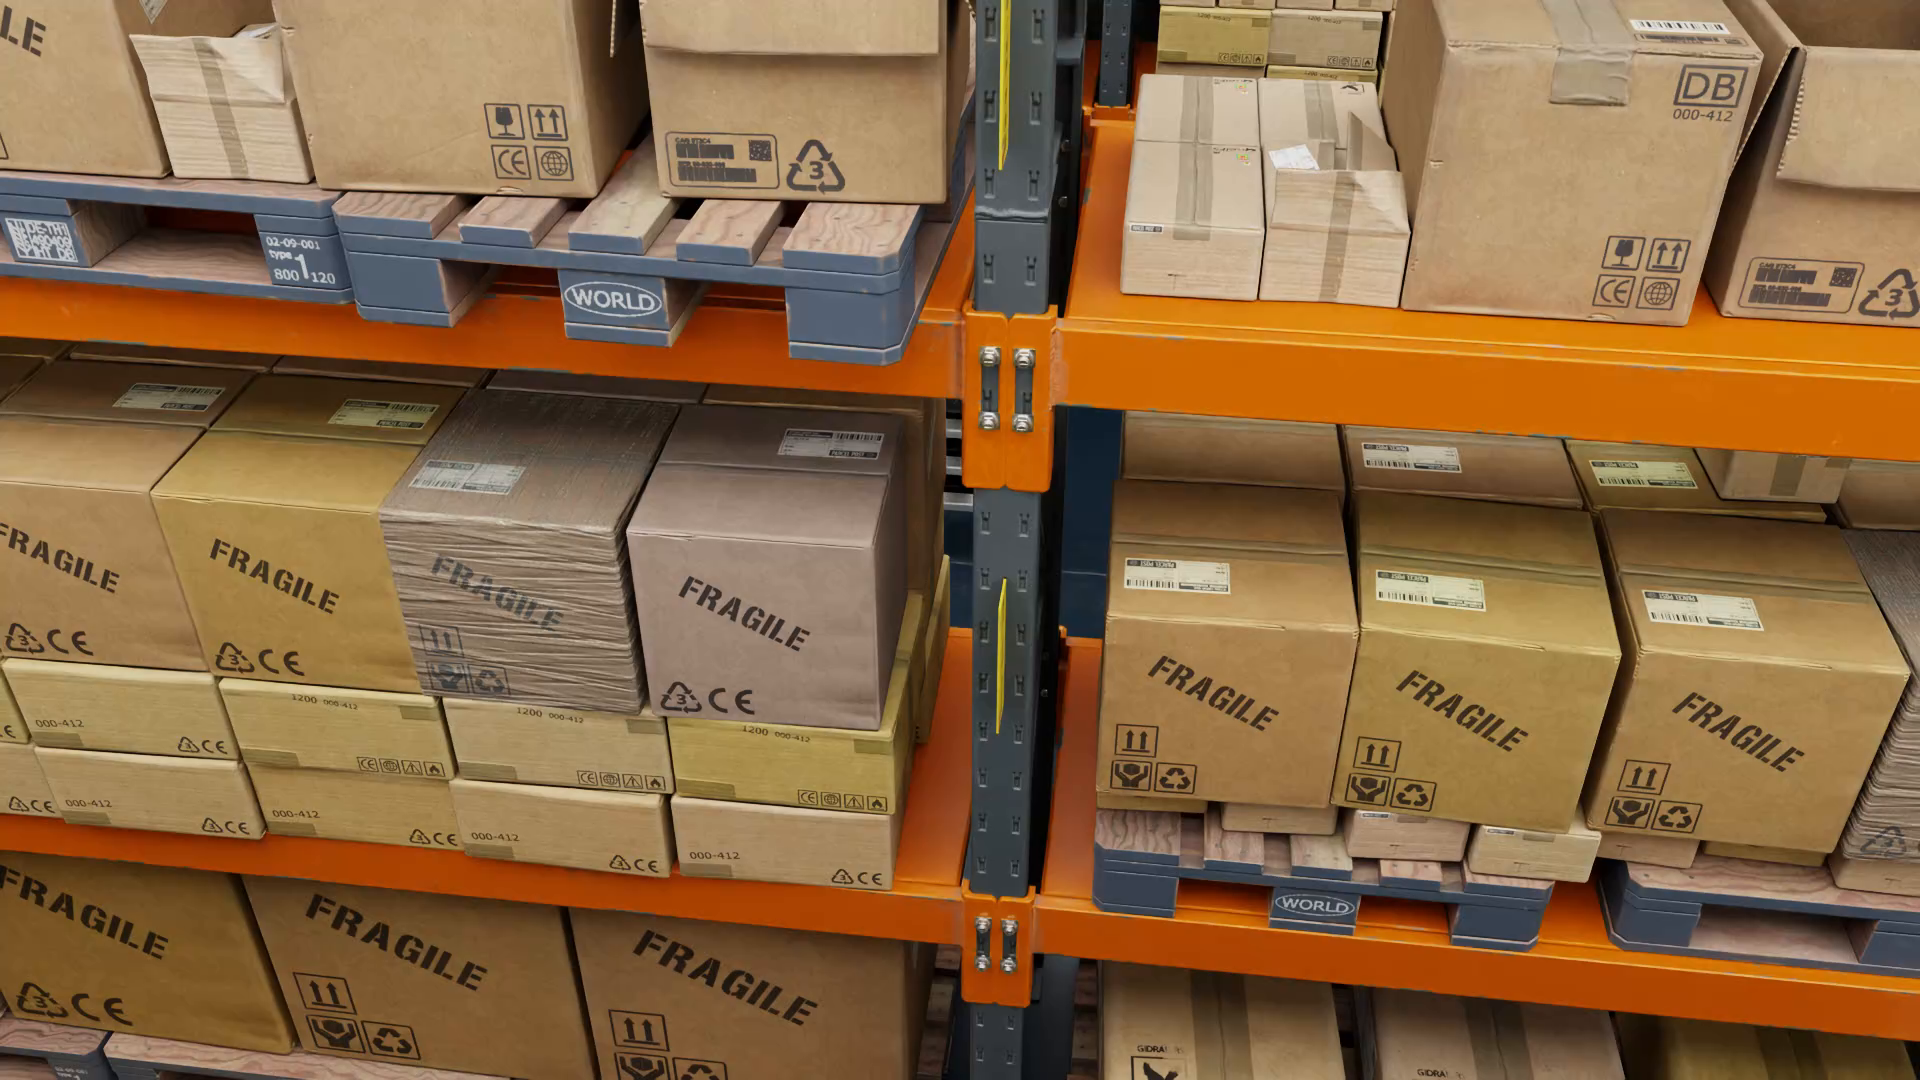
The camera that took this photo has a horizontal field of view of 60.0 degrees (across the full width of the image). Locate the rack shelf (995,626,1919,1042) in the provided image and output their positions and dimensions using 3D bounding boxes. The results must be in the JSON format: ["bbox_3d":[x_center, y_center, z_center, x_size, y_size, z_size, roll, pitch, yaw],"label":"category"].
[{"bbox_3d":[2.134,0.828,4.127,4.000,0.370,1.077,4,36,6],"label":"rack shelf"}]

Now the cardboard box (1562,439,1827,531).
[{"bbox_3d":[1.651,-0.003,3.969,0.500,0.500,0.500,2,36,3],"label":"cardboard box"}]

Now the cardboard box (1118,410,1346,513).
[{"bbox_3d":[0.637,-0.072,4.065,0.500,0.500,0.500,3,36,5],"label":"cardboard box"}]

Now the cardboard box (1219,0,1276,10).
[{"bbox_3d":[1.322,-2.565,7.618,0.250,0.149,0.380,5,36,7],"label":"cardboard box"}]

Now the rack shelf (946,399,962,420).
[{"bbox_3d":[-0.008,-0.560,6.852,0.200,0.077,0.258,4,36,6],"label":"rack shelf"}]

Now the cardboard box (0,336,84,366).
[{"bbox_3d":[-2.328,-0.385,4.261,0.500,0.500,0.500,5,36,7],"label":"cardboard box"}]

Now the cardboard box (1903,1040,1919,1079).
[{"bbox_3d":[2.884,1.493,4.476,0.625,0.372,0.950,6,36,9],"label":"cardboard box"}]

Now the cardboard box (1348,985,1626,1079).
[{"bbox_3d":[1.442,1.383,4.630,0.625,0.372,0.950,4,36,5],"label":"cardboard box"}]

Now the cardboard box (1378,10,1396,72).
[{"bbox_3d":[2.201,-2.355,7.666,0.500,0.250,0.500,3,36,5],"label":"cardboard box"}]

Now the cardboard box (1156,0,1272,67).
[{"bbox_3d":[1.185,-2.427,7.768,0.500,0.250,0.500,4,36,6],"label":"cardboard box"}]

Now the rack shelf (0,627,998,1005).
[{"bbox_3d":[-1.833,0.532,4.542,4.000,0.370,1.077,4,36,6],"label":"rack shelf"}]

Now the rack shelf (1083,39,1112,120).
[{"bbox_3d":[-1.205,-2.328,8.549,4.000,0.370,1.077,4,36,6],"label":"rack shelf"}]

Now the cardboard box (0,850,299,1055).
[{"bbox_3d":[-2.295,0.847,4.948,0.875,0.875,0.875,5,36,7],"label":"cardboard box"}]

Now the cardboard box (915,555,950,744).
[{"bbox_3d":[-0.303,0.267,4.423,0.500,0.250,0.500,4,36,5],"label":"cardboard box"}]

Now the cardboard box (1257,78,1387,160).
[{"bbox_3d":[0.737,-0.815,3.444,0.250,0.149,0.380,4,36,6],"label":"cardboard box"}]

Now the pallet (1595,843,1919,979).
[{"bbox_3d":[2.119,0.588,4.009,1.213,0.211,1.003,4,36,6],"label":"pallet"}]

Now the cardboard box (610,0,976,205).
[{"bbox_3d":[-0.243,-0.988,3.019,0.637,0.503,0.797,2,36,3],"label":"cardboard box"}]

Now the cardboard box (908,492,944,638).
[{"bbox_3d":[-0.321,0.065,4.276,0.500,0.250,0.500,4,36,6],"label":"cardboard box"}]

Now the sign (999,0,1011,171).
[{"bbox_3d":[0.071,-0.757,2.633,0.005,0.325,0.100,4,36,6],"label":"sign"}]

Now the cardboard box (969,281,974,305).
[{"bbox_3d":[0.332,-1.534,8.607,0.500,0.500,0.500,5,36,7],"label":"cardboard box"}]

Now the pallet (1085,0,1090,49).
[{"bbox_3d":[0.098,-2.405,8.202,1.003,0.211,1.213,4,36,6],"label":"pallet"}]

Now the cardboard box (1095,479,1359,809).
[{"bbox_3d":[0.567,0.221,3.654,0.500,0.500,0.500,3,36,5],"label":"cardboard box"}]

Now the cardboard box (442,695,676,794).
[{"bbox_3d":[-0.872,0.320,3.919,0.500,0.250,0.500,3,36,5],"label":"cardboard box"}]

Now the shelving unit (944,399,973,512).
[{"bbox_3d":[-0.008,-0.367,6.989,0.210,0.900,0.258,4,36,6],"label":"shelving unit"}]

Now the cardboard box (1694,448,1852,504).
[{"bbox_3d":[1.809,-0.251,3.757,0.250,0.149,0.380,3,36,4],"label":"cardboard box"}]

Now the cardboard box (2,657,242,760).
[{"bbox_3d":[-1.897,0.255,4.009,0.500,0.250,0.500,3,36,5],"label":"cardboard box"}]

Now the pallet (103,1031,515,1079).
[{"bbox_3d":[-1.829,1.329,5.206,1.213,0.211,1.003,4,36,6],"label":"pallet"}]

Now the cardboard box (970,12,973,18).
[{"bbox_3d":[0.078,-2.369,7.842,0.250,0.149,0.380,5,36,7],"label":"cardboard box"}]

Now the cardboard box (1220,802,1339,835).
[{"bbox_3d":[0.725,0.490,3.836,0.250,0.149,0.380,2,36,3],"label":"cardboard box"}]

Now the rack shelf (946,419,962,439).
[{"bbox_3d":[-0.008,-0.486,6.904,0.200,0.077,0.258,4,36,6],"label":"rack shelf"}]

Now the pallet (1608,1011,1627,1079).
[{"bbox_3d":[2.132,1.673,4.725,1.213,0.211,1.003,4,36,6],"label":"pallet"}]

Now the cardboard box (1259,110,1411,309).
[{"bbox_3d":[0.694,-0.639,3.097,0.258,0.266,0.396,4,36,6],"label":"cardboard box"}]

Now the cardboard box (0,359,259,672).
[{"bbox_3d":[-1.899,-0.063,3.810,0.500,0.500,0.500,4,36,5],"label":"cardboard box"}]

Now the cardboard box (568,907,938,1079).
[{"bbox_3d":[-0.524,0.982,4.759,0.875,0.875,0.875,4,36,6],"label":"cardboard box"}]

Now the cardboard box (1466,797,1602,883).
[{"bbox_3d":[1.261,0.569,3.725,0.250,0.149,0.380,4,36,6],"label":"cardboard box"}]

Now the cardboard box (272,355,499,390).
[{"bbox_3d":[-1.312,-0.316,4.164,0.500,0.500,0.500,5,36,7],"label":"cardboard box"}]

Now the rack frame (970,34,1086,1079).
[{"bbox_3d":[0.150,0.387,4.125,0.127,3.000,1.000,4,36,6],"label":"rack frame"}]

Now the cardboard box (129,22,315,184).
[{"bbox_3d":[-1.260,-0.850,3.031,0.258,0.266,0.396,3,36,5],"label":"cardboard box"}]

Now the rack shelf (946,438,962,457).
[{"bbox_3d":[-0.008,-0.413,6.957,0.200,0.077,0.258,4,36,6],"label":"rack shelf"}]

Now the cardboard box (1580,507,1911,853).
[{"bbox_3d":[1.612,0.291,3.556,0.500,0.500,0.500,5,36,7],"label":"cardboard box"}]

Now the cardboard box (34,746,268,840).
[{"bbox_3d":[-1.900,0.464,4.147,0.500,0.250,0.500,4,36,5],"label":"cardboard box"}]

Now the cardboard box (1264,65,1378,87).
[{"bbox_3d":[1.686,-2.198,7.877,0.500,0.250,0.500,4,36,5],"label":"cardboard box"}]

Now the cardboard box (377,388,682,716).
[{"bbox_3d":[-0.906,0.019,3.695,0.500,0.500,0.500,5,36,7],"label":"cardboard box"}]

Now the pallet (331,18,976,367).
[{"bbox_3d":[-0.495,-0.774,3.333,1.003,0.211,1.213,6,36,8],"label":"pallet"}]

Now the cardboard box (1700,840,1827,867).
[{"bbox_3d":[1.795,0.540,3.765,0.250,0.149,0.380,6,36,8],"label":"cardboard box"}]

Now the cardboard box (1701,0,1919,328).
[{"bbox_3d":[1.667,-0.779,3.089,0.637,0.503,0.797,4,36,6],"label":"cardboard box"}]

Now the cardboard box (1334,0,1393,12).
[{"bbox_3d":[1.841,-2.549,7.595,0.250,0.149,0.380,5,36,6],"label":"cardboard box"}]

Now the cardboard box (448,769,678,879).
[{"bbox_3d":[-0.893,0.532,4.052,0.500,0.250,0.500,5,36,7],"label":"cardboard box"}]

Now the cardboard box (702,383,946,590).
[{"bbox_3d":[-0.308,-0.238,4.054,0.500,0.500,0.500,3,36,4],"label":"cardboard box"}]
